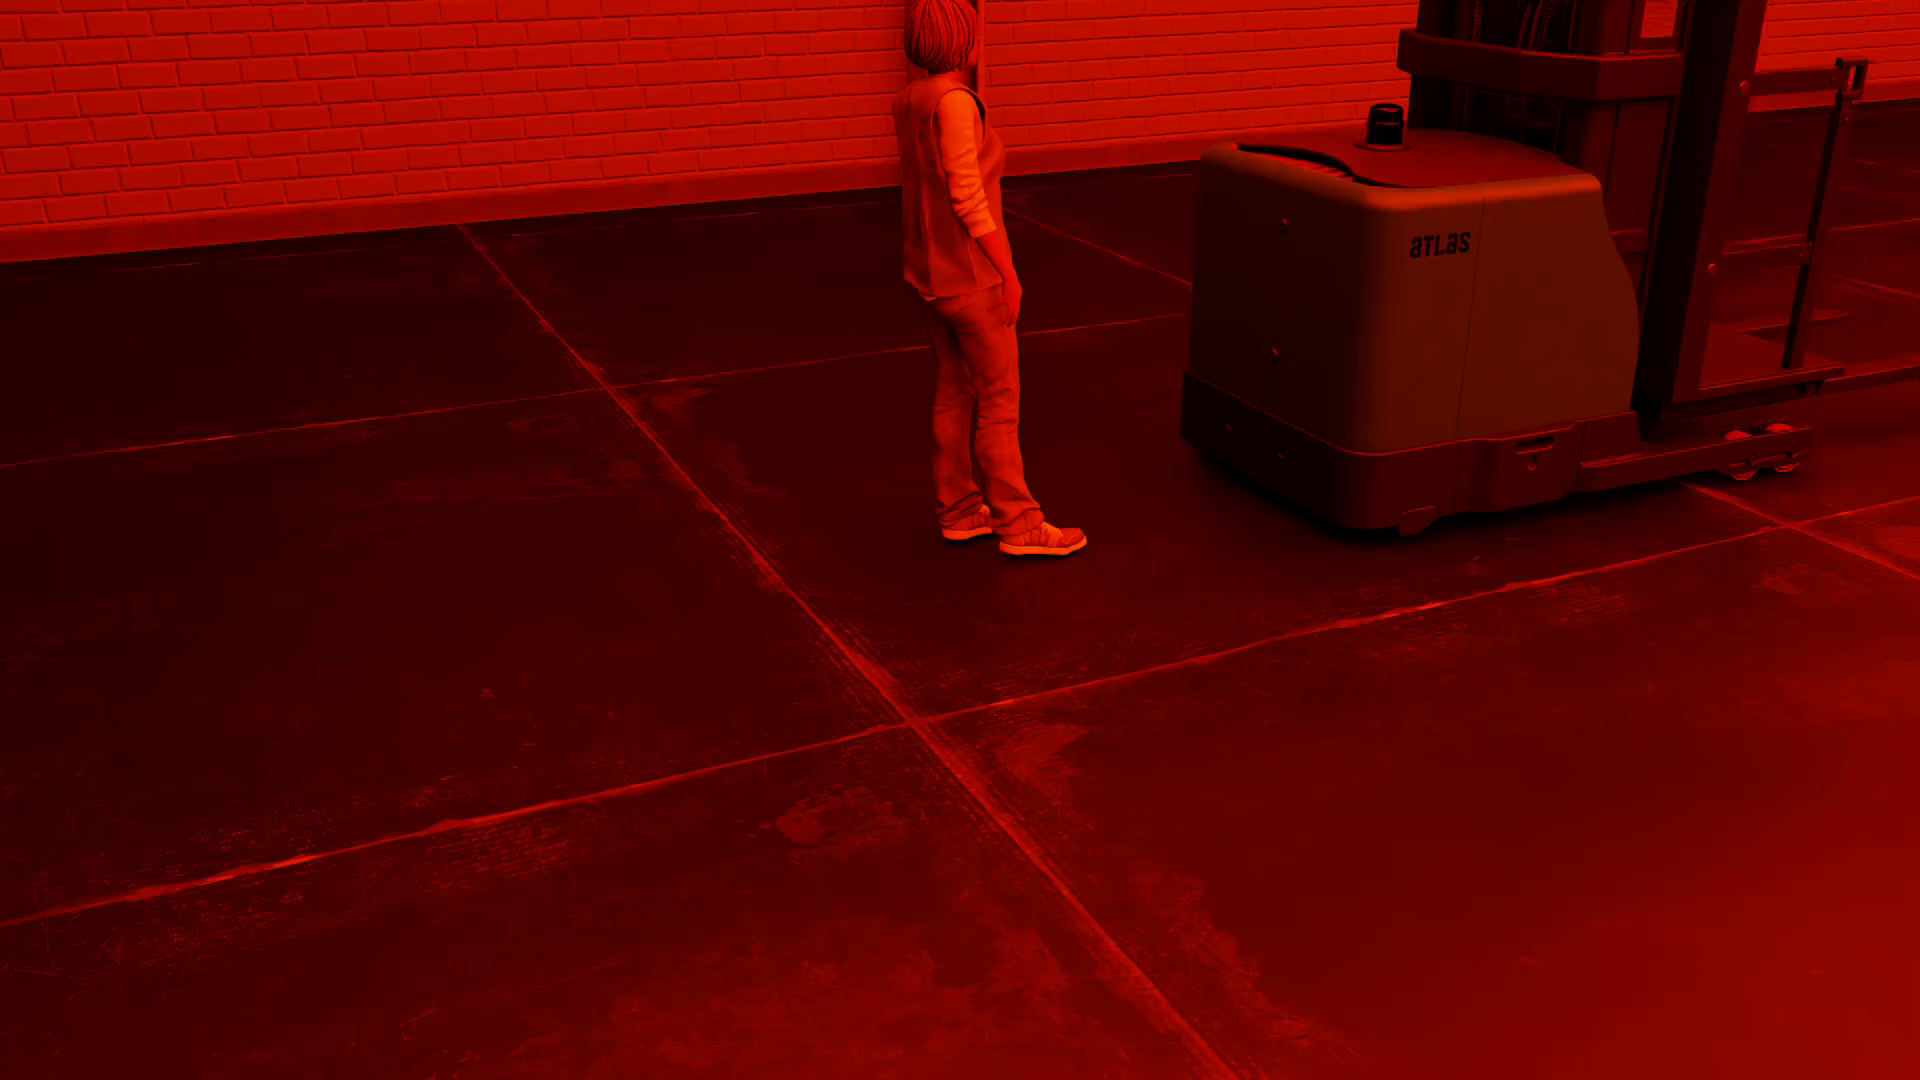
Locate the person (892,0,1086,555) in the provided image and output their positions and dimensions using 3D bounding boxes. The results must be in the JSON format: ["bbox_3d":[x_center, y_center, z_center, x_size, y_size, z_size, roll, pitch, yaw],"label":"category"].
[{"bbox_3d":[0.073,-0.742,4.820,0.473,1.577,0.521,-10,25,-23],"label":"person"}]

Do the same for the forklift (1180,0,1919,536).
[{"bbox_3d":[2.330,-1.726,5.441,3.031,2.935,1.130,-10,24,-22],"label":"forklift"}]
